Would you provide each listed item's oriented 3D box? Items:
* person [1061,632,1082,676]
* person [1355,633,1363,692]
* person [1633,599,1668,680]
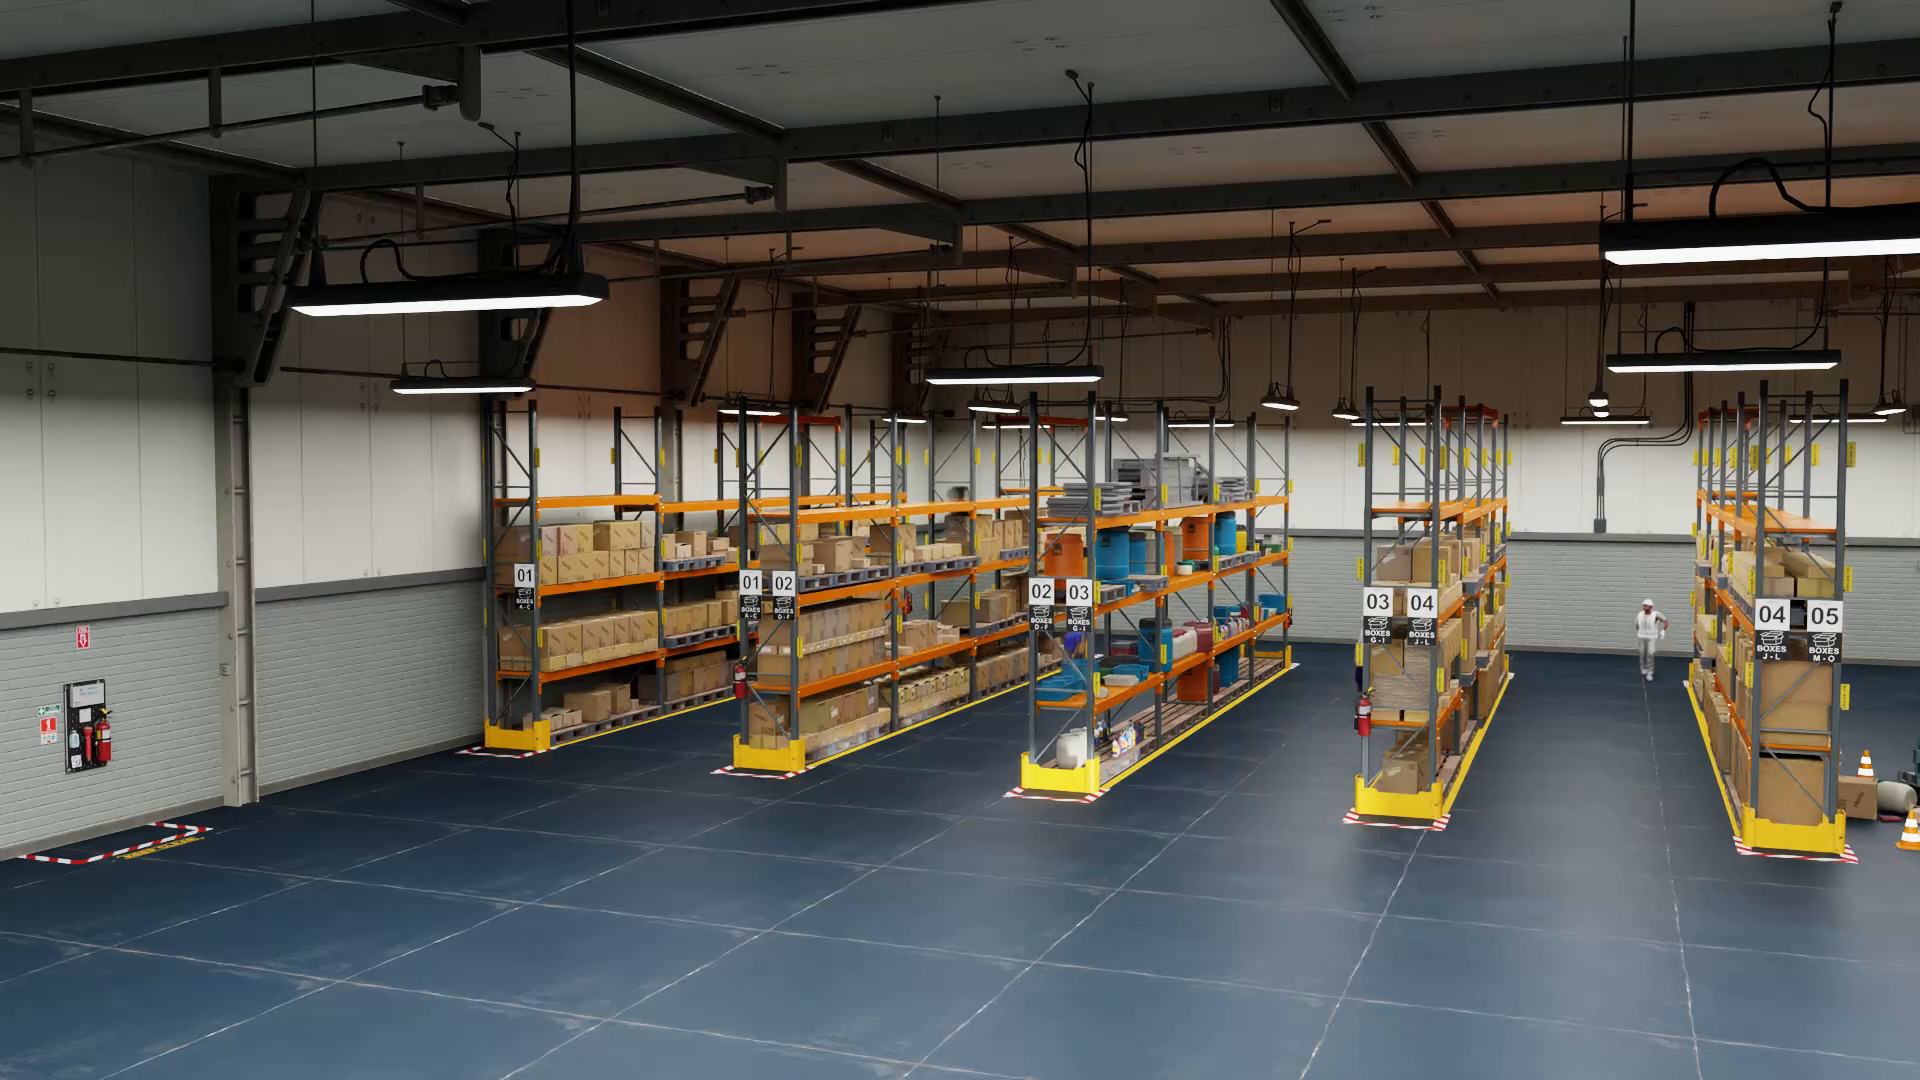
[{"bbox_3d":[2.374,2.459,35.440,0.456,1.574,0.951,1,3,15],"label":"person"},{"bbox_3d":[8.496,2.475,34.632,0.507,1.612,0.665,1,3,20],"label":"person"},{"bbox_3d":[15.647,2.245,37.717,0.735,1.791,0.856,2,3,28],"label":"person"}]
